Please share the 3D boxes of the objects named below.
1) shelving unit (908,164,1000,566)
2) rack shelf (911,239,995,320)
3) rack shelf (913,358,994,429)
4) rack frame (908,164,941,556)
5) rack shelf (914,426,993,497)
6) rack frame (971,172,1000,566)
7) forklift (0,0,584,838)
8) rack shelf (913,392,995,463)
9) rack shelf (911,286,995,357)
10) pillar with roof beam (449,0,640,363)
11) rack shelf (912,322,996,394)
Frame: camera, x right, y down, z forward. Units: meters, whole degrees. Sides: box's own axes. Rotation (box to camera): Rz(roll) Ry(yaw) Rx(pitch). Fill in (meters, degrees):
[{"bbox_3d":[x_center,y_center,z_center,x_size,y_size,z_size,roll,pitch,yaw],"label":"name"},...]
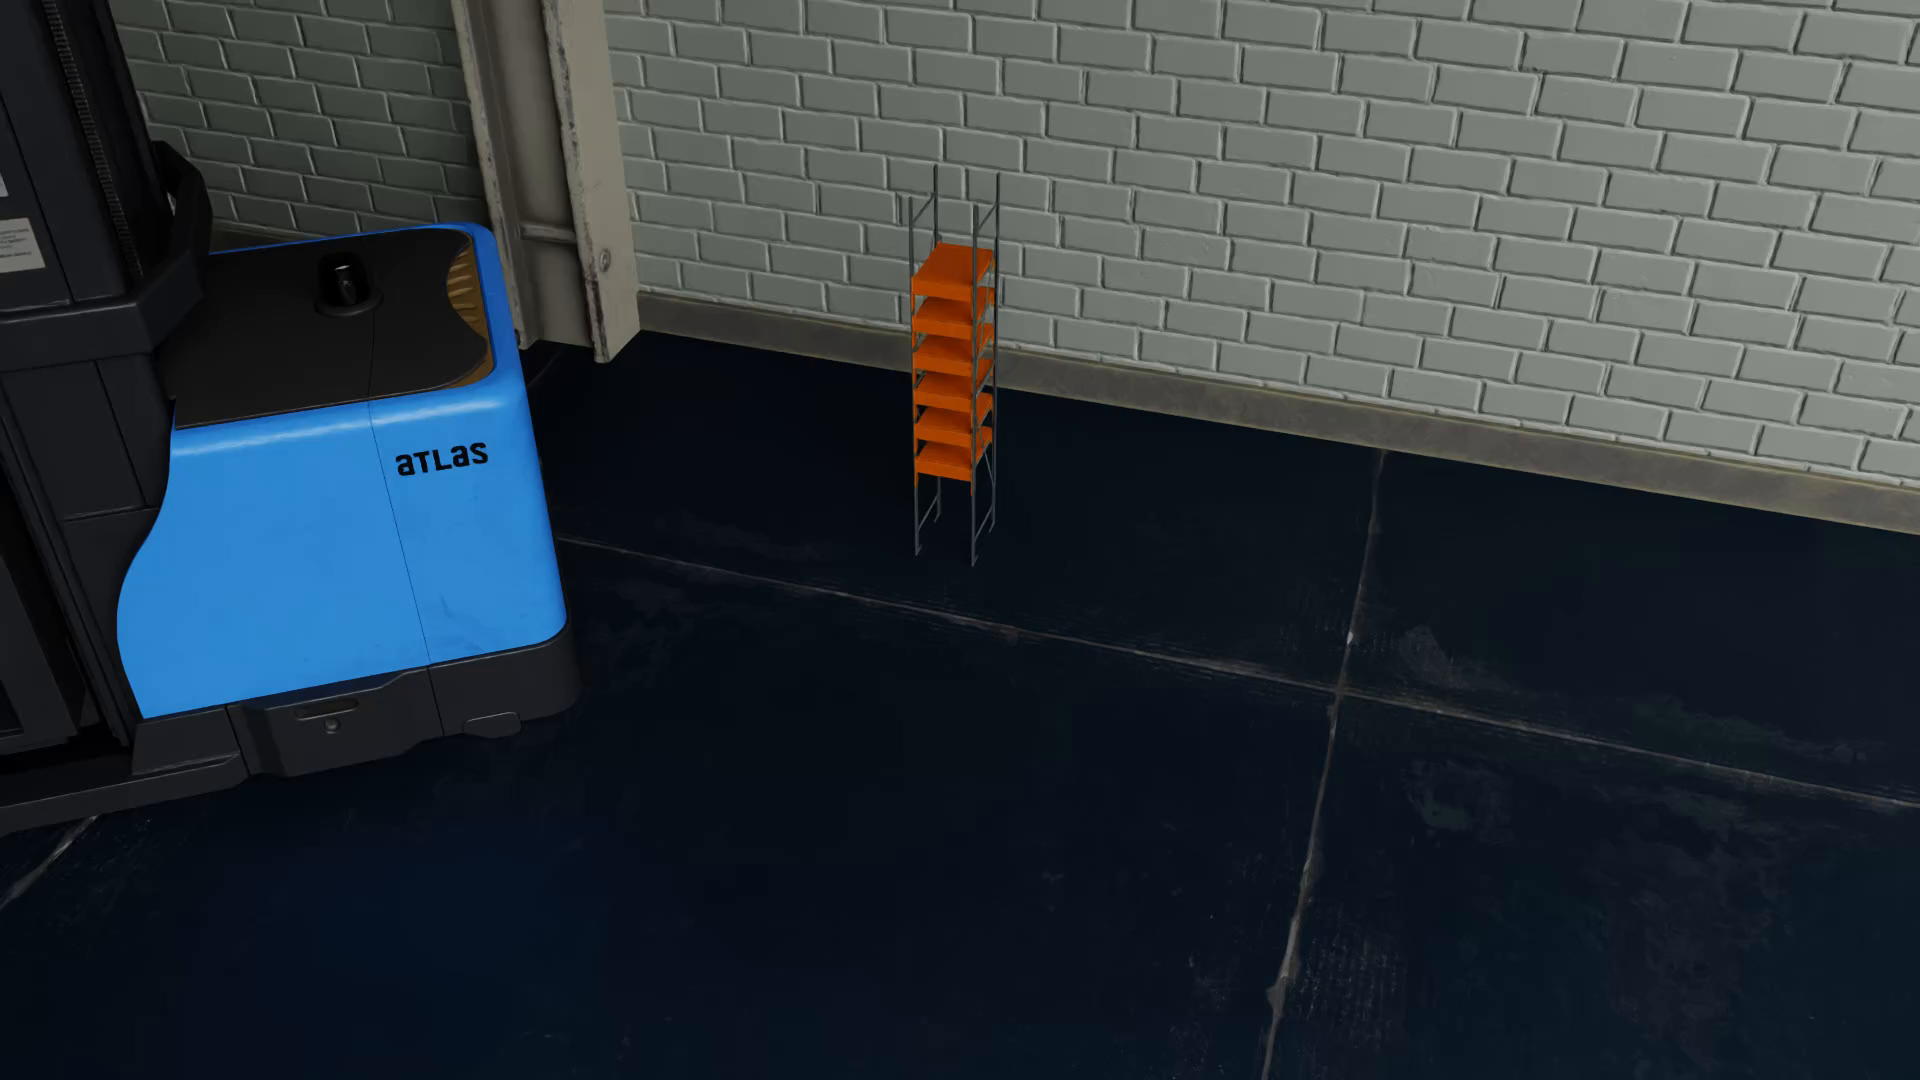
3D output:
[{"bbox_3d":[-0.014,-0.486,4.898,0.189,1.200,0.258,10,38,14],"label":"shelving unit"},{"bbox_3d":[-0.014,-0.740,4.711,0.180,0.103,0.258,10,38,14],"label":"rack shelf"},{"bbox_3d":[-0.014,-0.450,4.924,0.180,0.103,0.258,10,38,14],"label":"rack shelf"},{"bbox_3d":[-0.101,-0.502,4.920,0.006,1.200,0.240,10,38,14],"label":"rack frame"},{"bbox_3d":[-0.014,-0.257,5.066,0.180,0.103,0.258,10,38,14],"label":"rack shelf"},{"bbox_3d":[0.074,-0.470,4.876,0.006,1.200,0.240,10,38,14],"label":"rack frame"},{"bbox_3d":[-2.610,-0.694,3.721,3.031,2.935,1.130,-11,38,-14],"label":"forklift"},{"bbox_3d":[-0.014,-0.353,4.995,0.180,0.103,0.258,10,38,14],"label":"rack shelf"},{"bbox_3d":[-0.014,-0.643,4.782,0.180,0.103,0.258,10,38,14],"label":"rack shelf"},{"bbox_3d":[-2.728,-1.961,0.323,0.400,9.000,9.100,10,38,14],"label":"pillar with roof beam"},{"bbox_3d":[-0.014,-0.547,4.853,0.180,0.103,0.258,10,38,14],"label":"rack shelf"}]
